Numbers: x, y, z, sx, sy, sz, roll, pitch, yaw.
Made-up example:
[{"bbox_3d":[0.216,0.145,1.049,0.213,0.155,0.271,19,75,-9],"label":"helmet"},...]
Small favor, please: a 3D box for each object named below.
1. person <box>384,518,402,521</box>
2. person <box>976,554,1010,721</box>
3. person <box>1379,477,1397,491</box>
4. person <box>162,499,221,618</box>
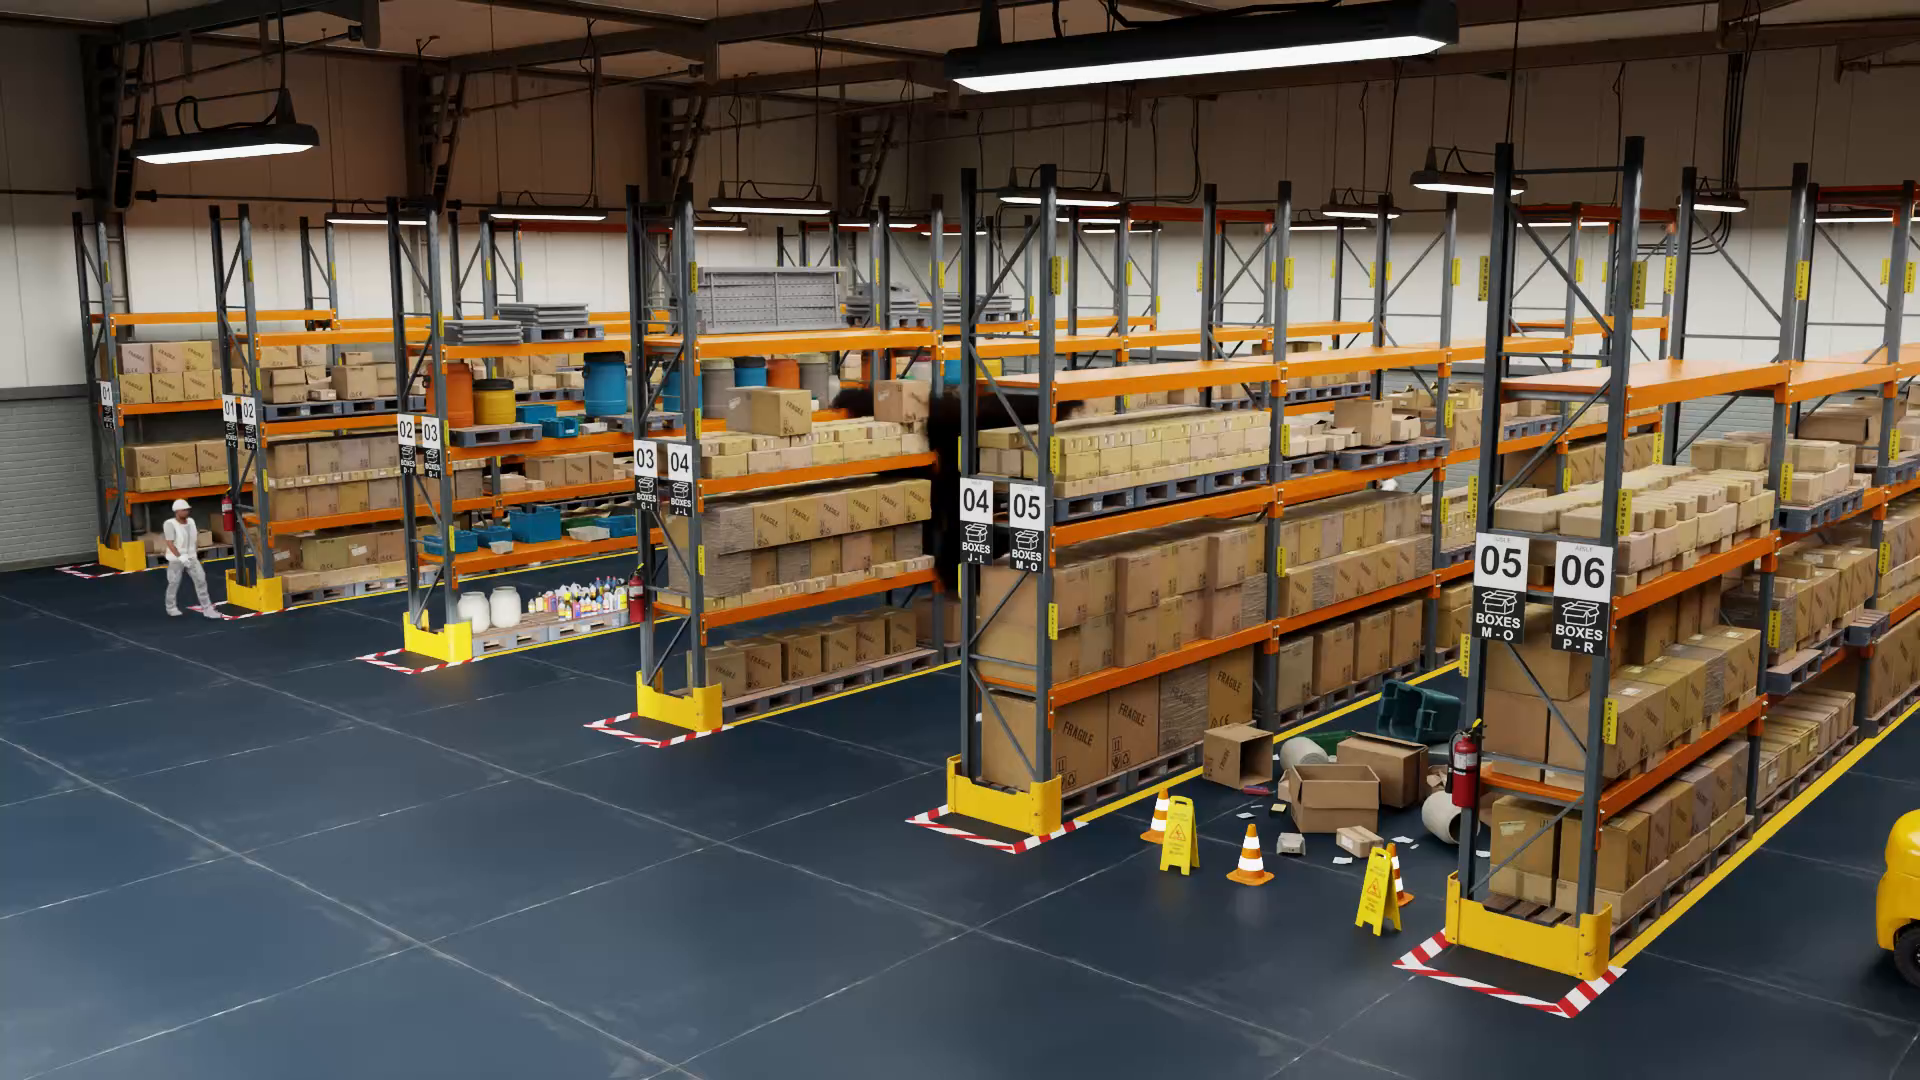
[{"bbox_3d":[-10.205,-0.602,29.803,0.514,1.685,0.372,-2,10,-14],"label":"person"},{"bbox_3d":[0.429,1.029,17.904,0.431,1.789,0.602,4,10,25],"label":"person"},{"bbox_3d":[7.253,-0.401,28.294,0.416,1.768,0.620,5,11,26],"label":"person"},{"bbox_3d":[-11.230,0.277,24.122,0.971,1.735,0.547,6,11,33],"label":"person"}]
